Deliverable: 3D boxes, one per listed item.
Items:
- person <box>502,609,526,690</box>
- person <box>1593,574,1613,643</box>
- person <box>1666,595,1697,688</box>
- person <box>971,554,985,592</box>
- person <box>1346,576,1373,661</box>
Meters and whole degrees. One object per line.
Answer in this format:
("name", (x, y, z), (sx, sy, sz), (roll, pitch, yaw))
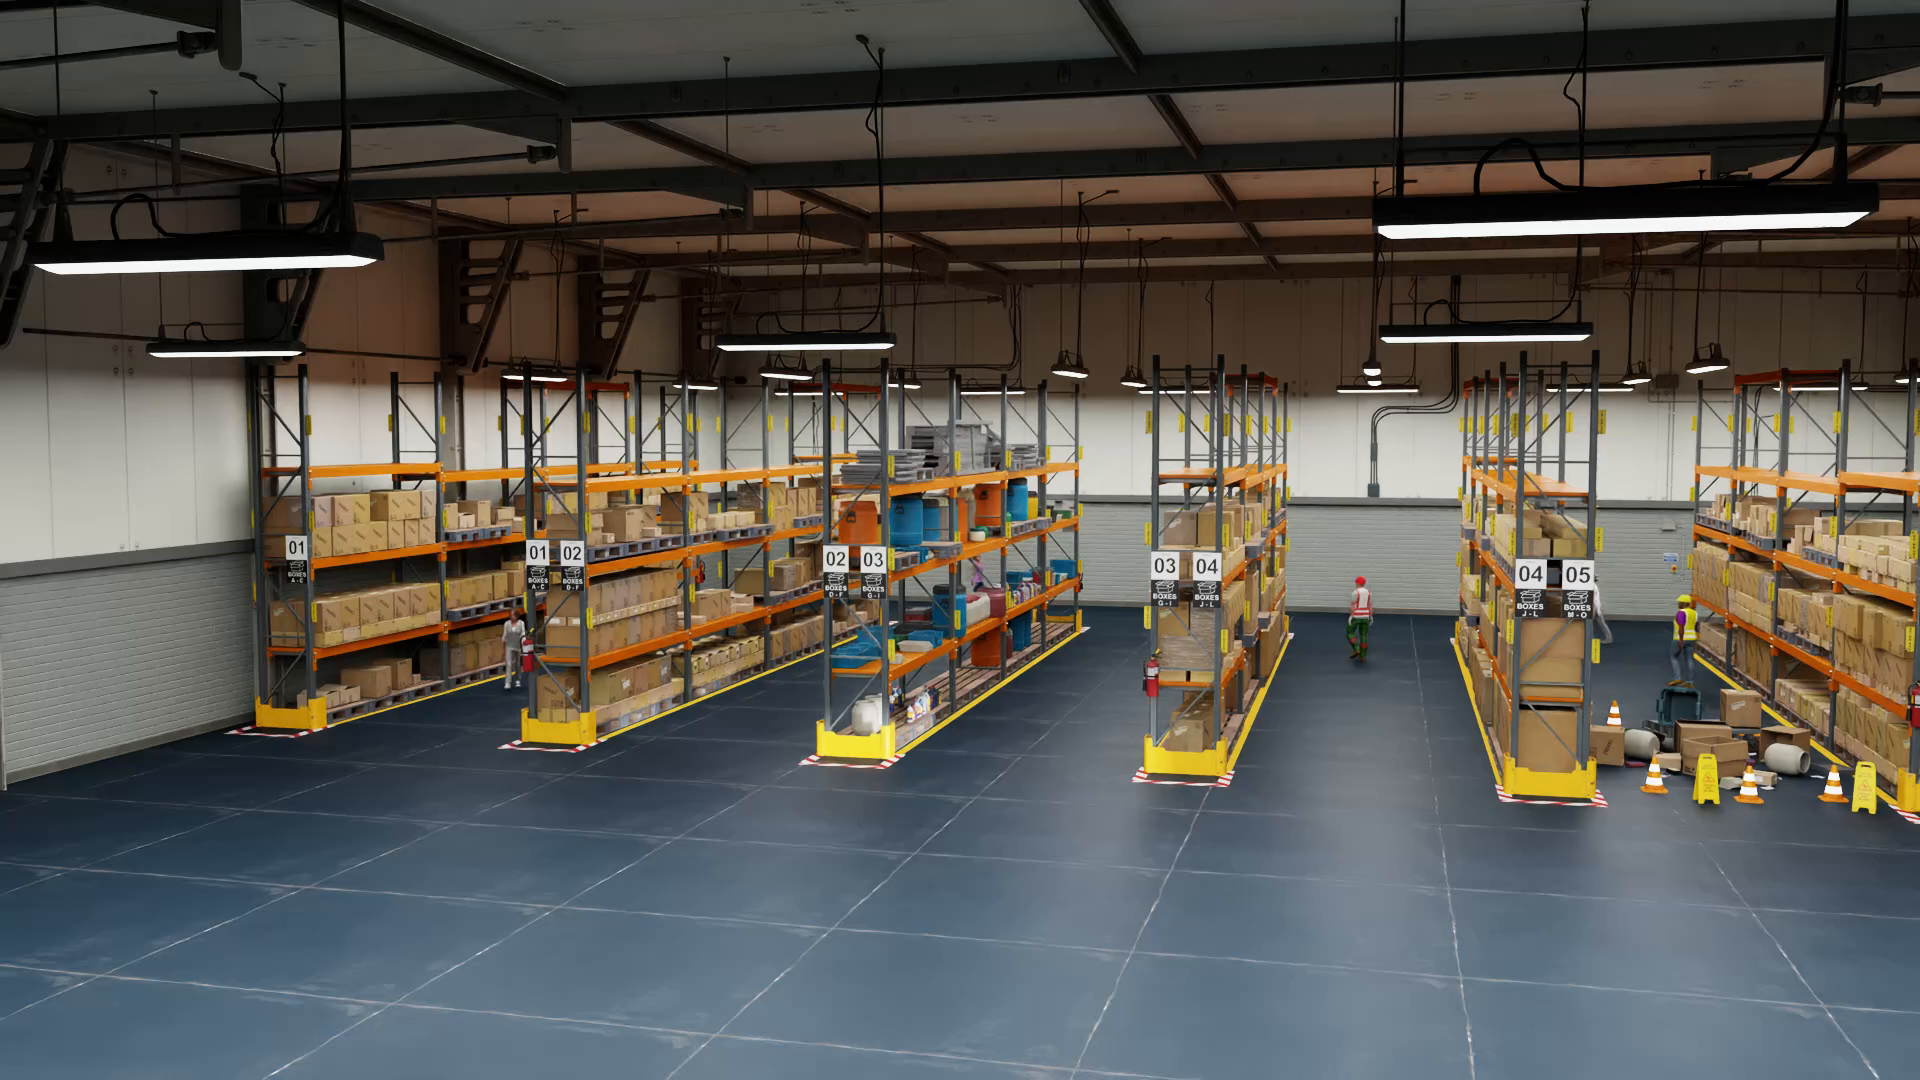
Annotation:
("person", (-8.390, 2.053, 31.293), (0.429, 1.533, 1.021), (-1, 4, -17))
("person", (14.461, 1.541, 38.095), (0.999, 1.607, 0.463), (3, 5, 33))
("person", (13.892, 1.944, 31.760), (0.544, 1.786, 0.557), (0, 4, -7))
("person", (0.473, 1.129, 44.375), (0.414, 1.589, 0.416), (3, 5, 33))
("person", (8.531, 1.666, 35.412), (0.602, 1.791, 0.467), (-1, 4, -19))
